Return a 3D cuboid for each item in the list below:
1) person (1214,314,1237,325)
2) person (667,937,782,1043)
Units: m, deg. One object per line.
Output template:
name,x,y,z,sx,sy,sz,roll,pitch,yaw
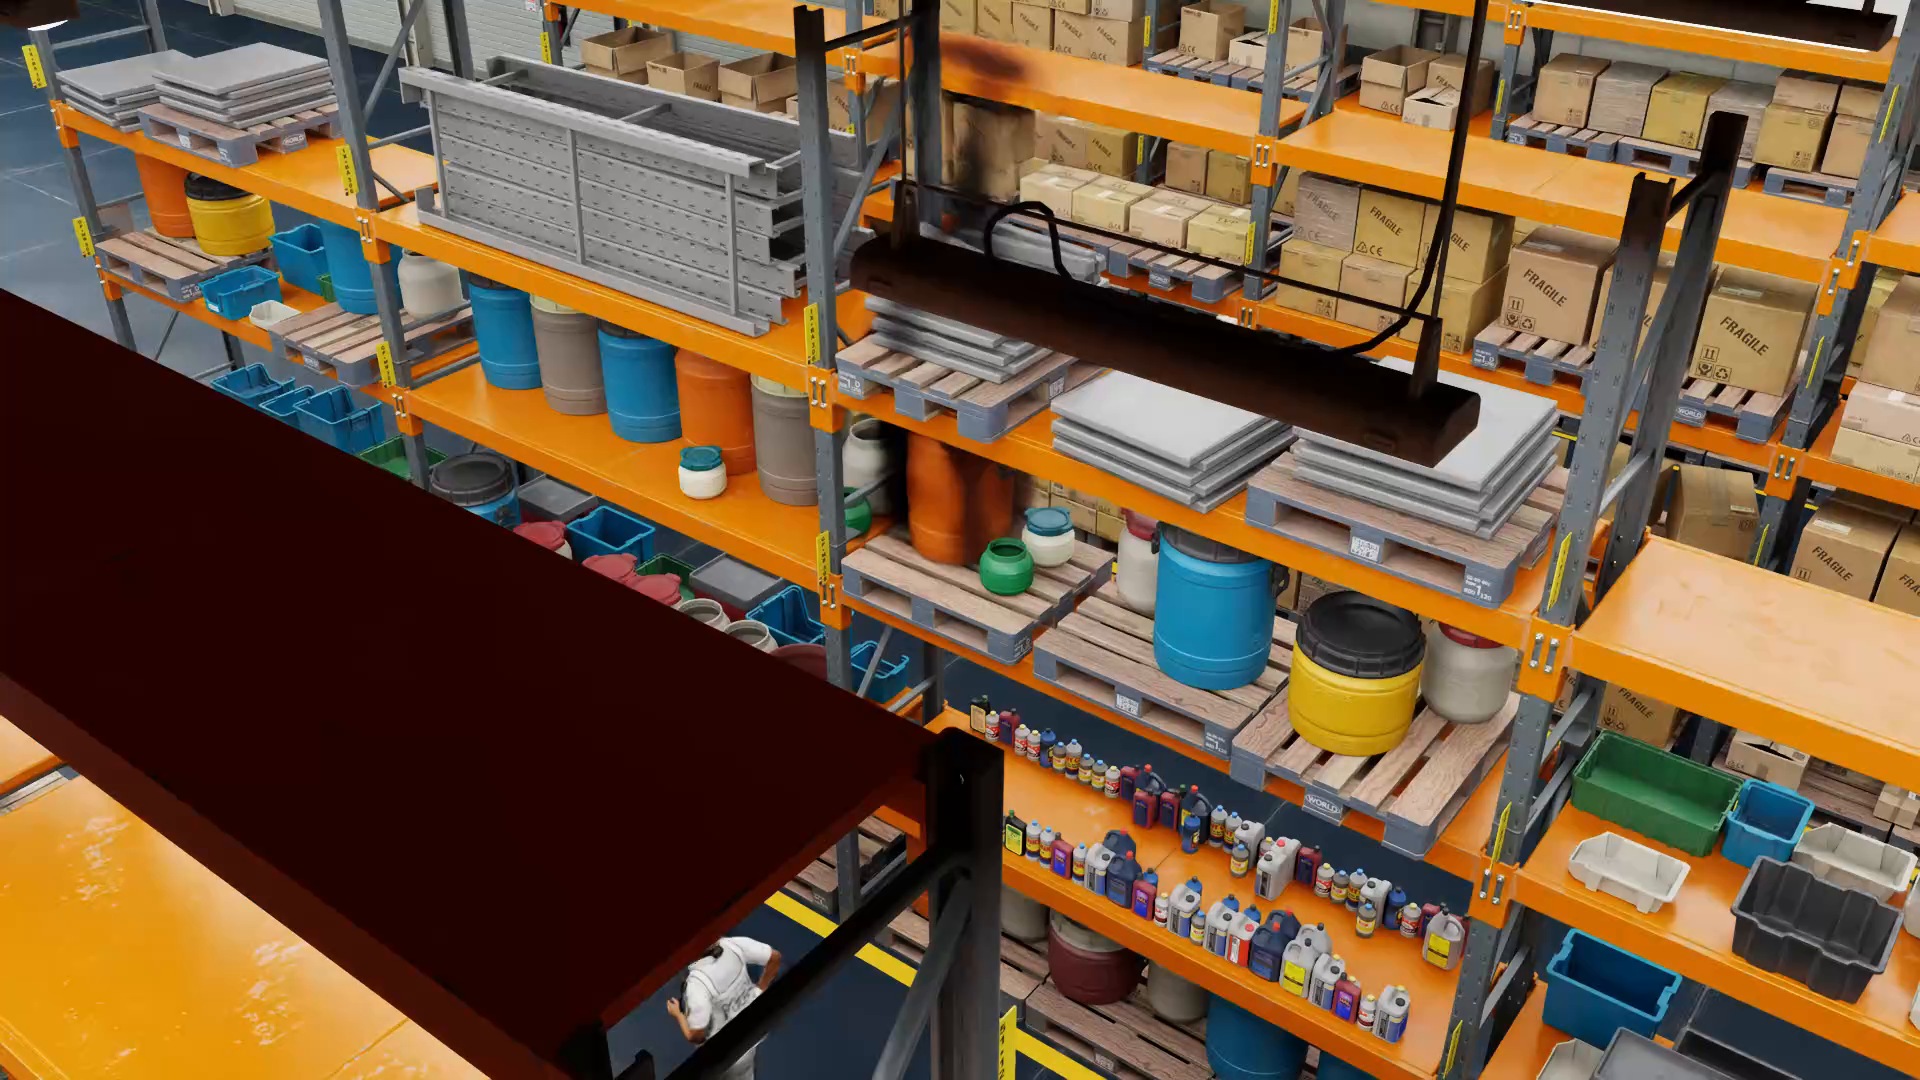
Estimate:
person,2.576,-1.763,16.512,0.544,1.617,0.537,22,38,32
person,-1.228,2.771,9.200,0.790,1.669,0.642,15,35,23
